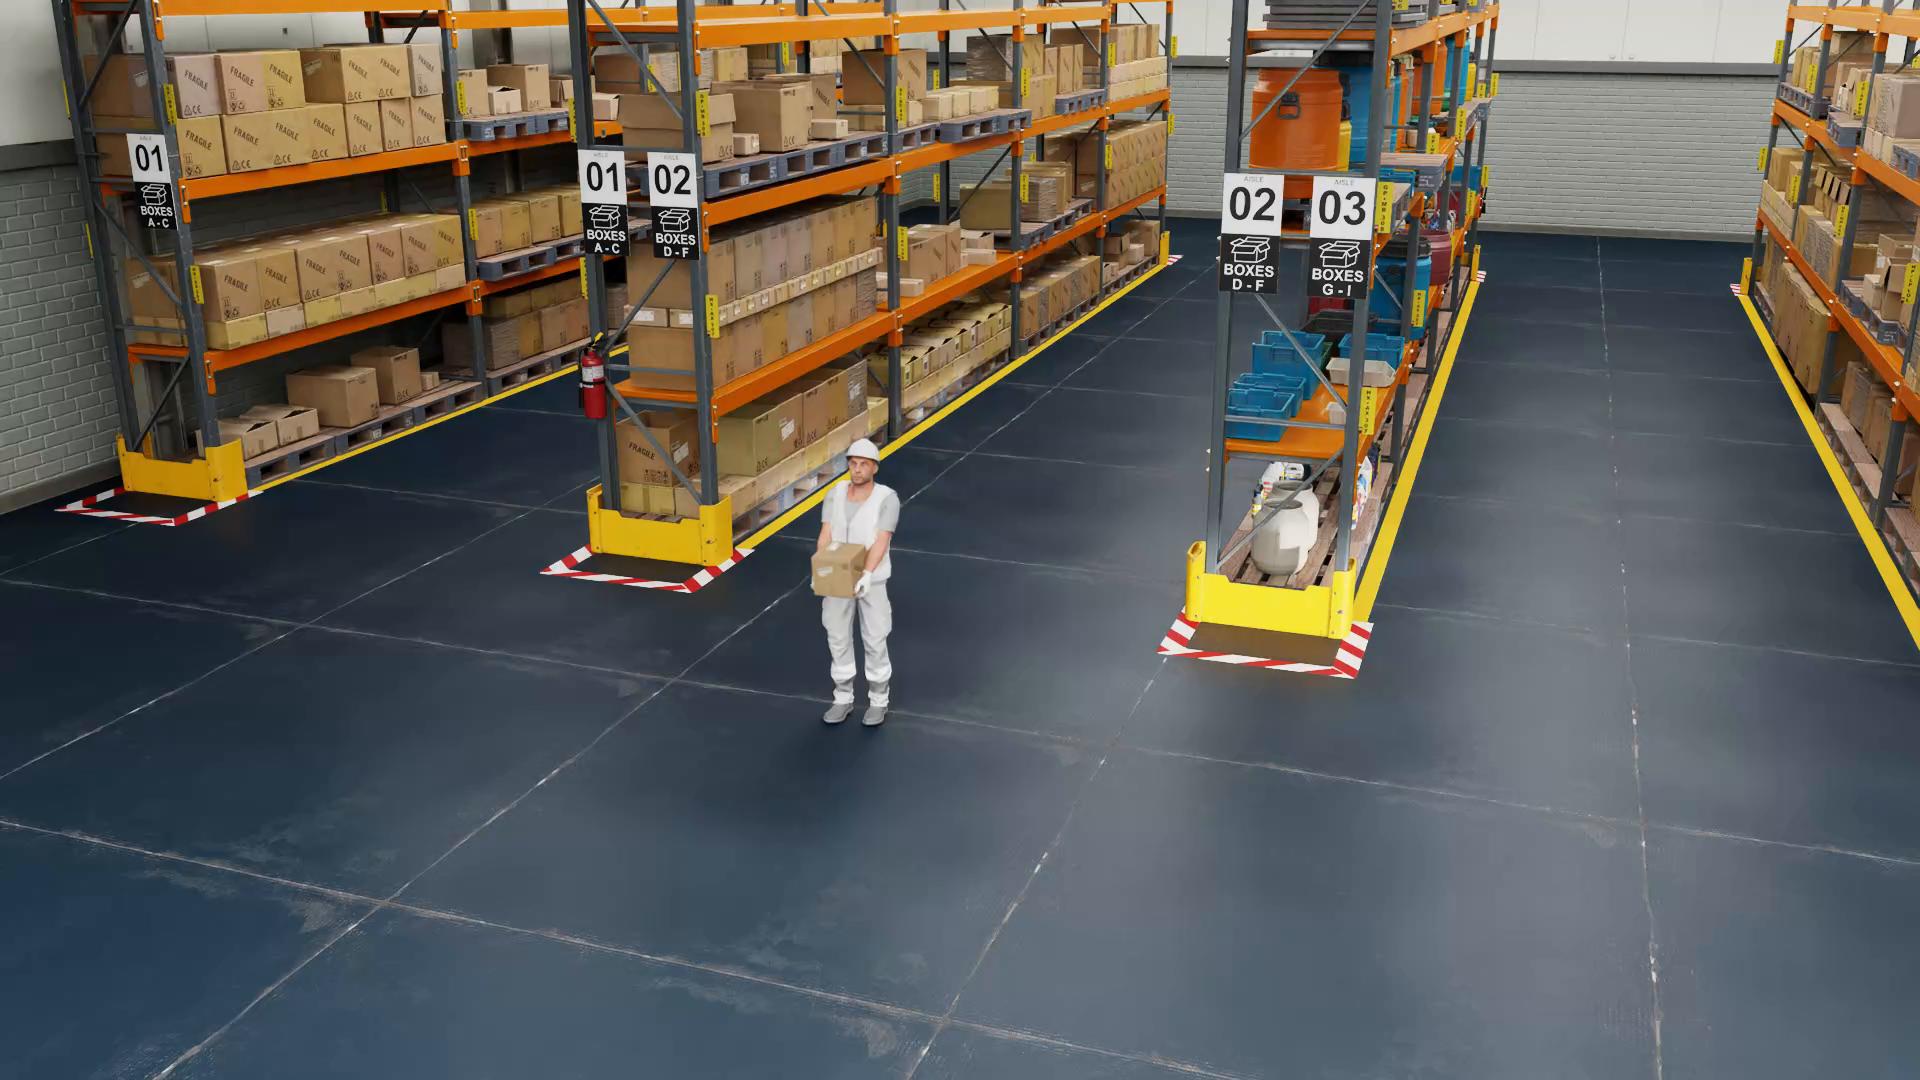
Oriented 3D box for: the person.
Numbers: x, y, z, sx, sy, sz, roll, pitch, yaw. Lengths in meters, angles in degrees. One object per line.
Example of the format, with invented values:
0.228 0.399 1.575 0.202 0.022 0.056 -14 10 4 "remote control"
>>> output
-0.648 0.285 10.177 0.497 1.785 0.561 6 19 18 "person"
